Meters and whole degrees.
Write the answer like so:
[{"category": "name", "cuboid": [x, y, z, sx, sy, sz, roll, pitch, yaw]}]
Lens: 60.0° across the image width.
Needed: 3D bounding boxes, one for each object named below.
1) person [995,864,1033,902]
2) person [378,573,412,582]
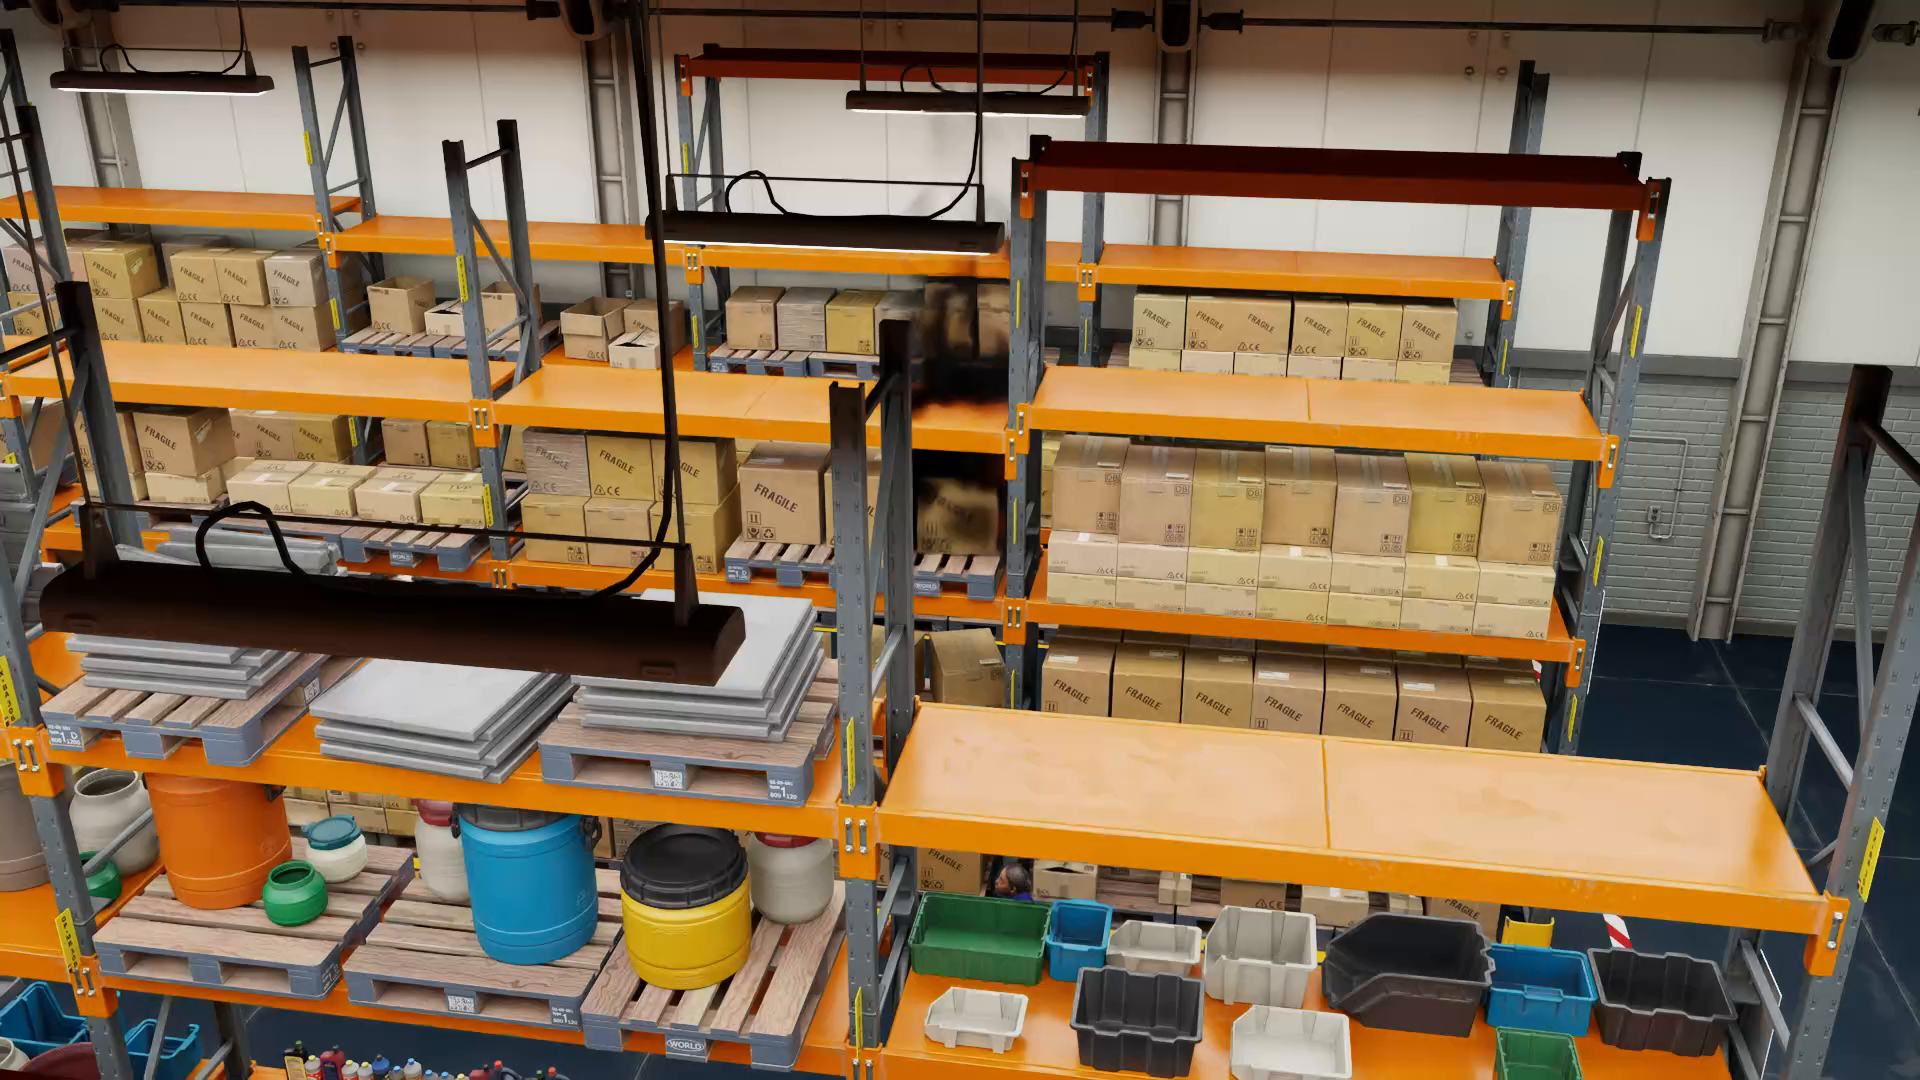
[{"category": "person", "cuboid": [0.340, 2.916, 11.448, 0.561, 1.603, 0.574, -1, 23, -2]}, {"category": "person", "cuboid": [-5.404, 0.970, 15.833, 0.734, 1.805, 0.687, 3, 23, 8]}]
